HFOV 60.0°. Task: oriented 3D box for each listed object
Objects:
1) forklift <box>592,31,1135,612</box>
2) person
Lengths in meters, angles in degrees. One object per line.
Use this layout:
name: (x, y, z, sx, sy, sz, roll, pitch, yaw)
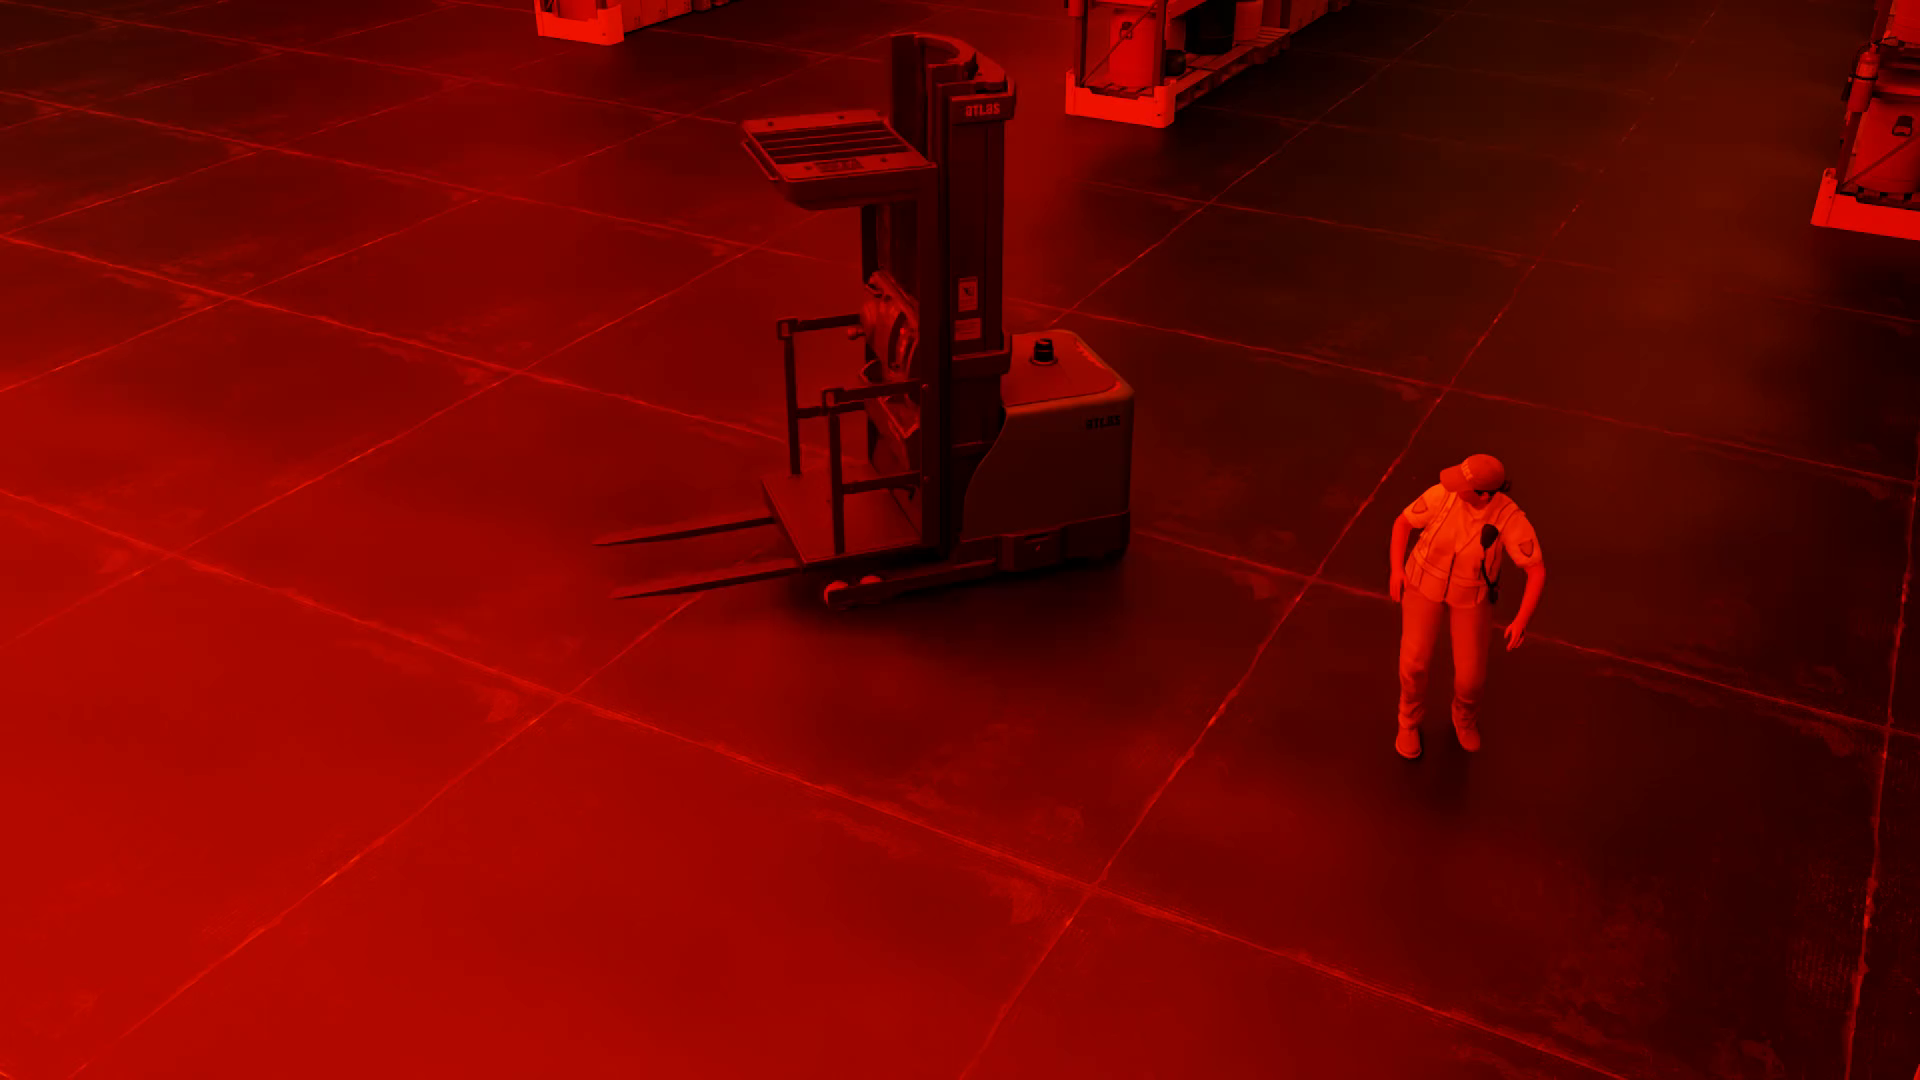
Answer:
forklift: (-0.576, -1.167, 9.092, 3.031, 2.935, 1.130, -10, 31, -16)
person: (2.370, 0.310, 7.904, 0.720, 1.619, 0.597, 11, 32, 19)
